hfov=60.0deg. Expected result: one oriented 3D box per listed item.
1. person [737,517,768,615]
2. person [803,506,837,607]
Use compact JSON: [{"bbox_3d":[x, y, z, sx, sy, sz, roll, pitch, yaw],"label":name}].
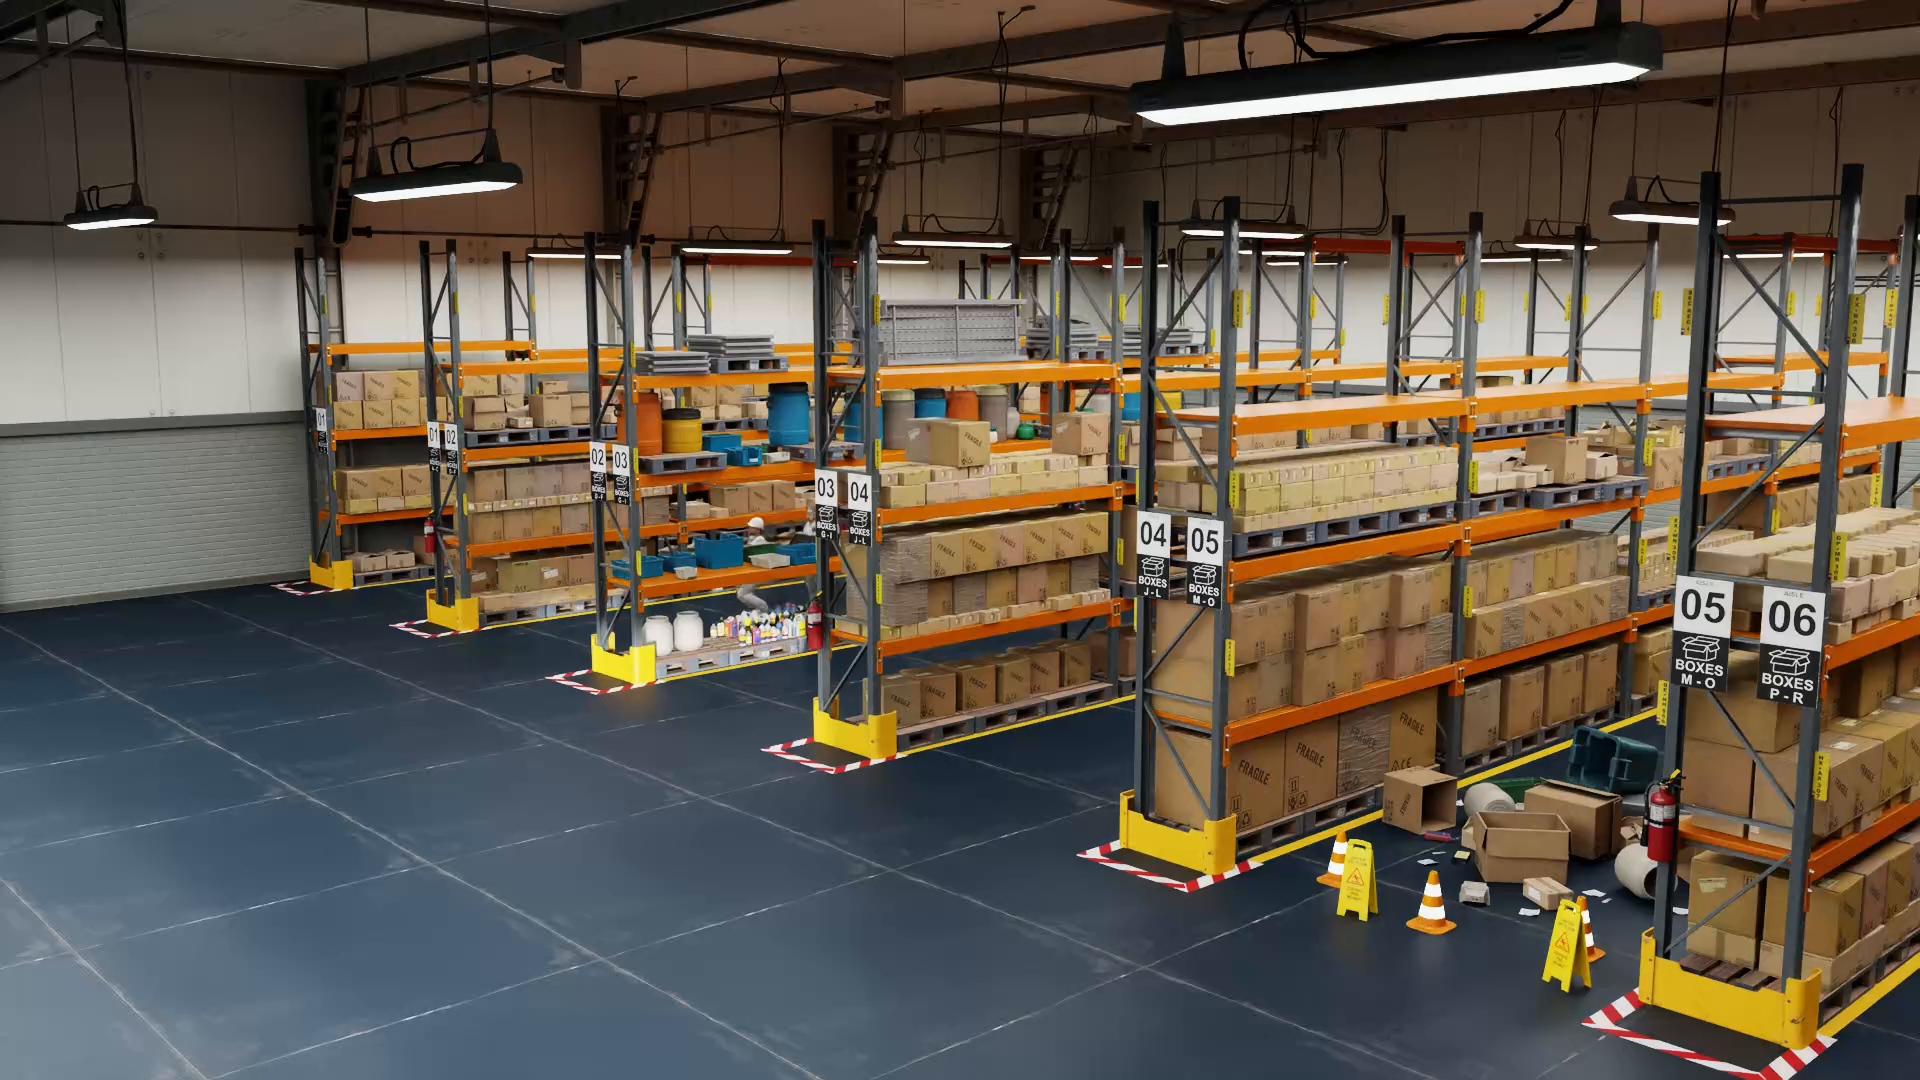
[{"bbox_3d":[-3.267,0.485,26.182,0.505,1.706,0.710,-2,9,-16],"label":"person"},{"bbox_3d":[-2.363,0.260,27.952,0.616,1.703,0.714,6,10,37],"label":"person"}]
